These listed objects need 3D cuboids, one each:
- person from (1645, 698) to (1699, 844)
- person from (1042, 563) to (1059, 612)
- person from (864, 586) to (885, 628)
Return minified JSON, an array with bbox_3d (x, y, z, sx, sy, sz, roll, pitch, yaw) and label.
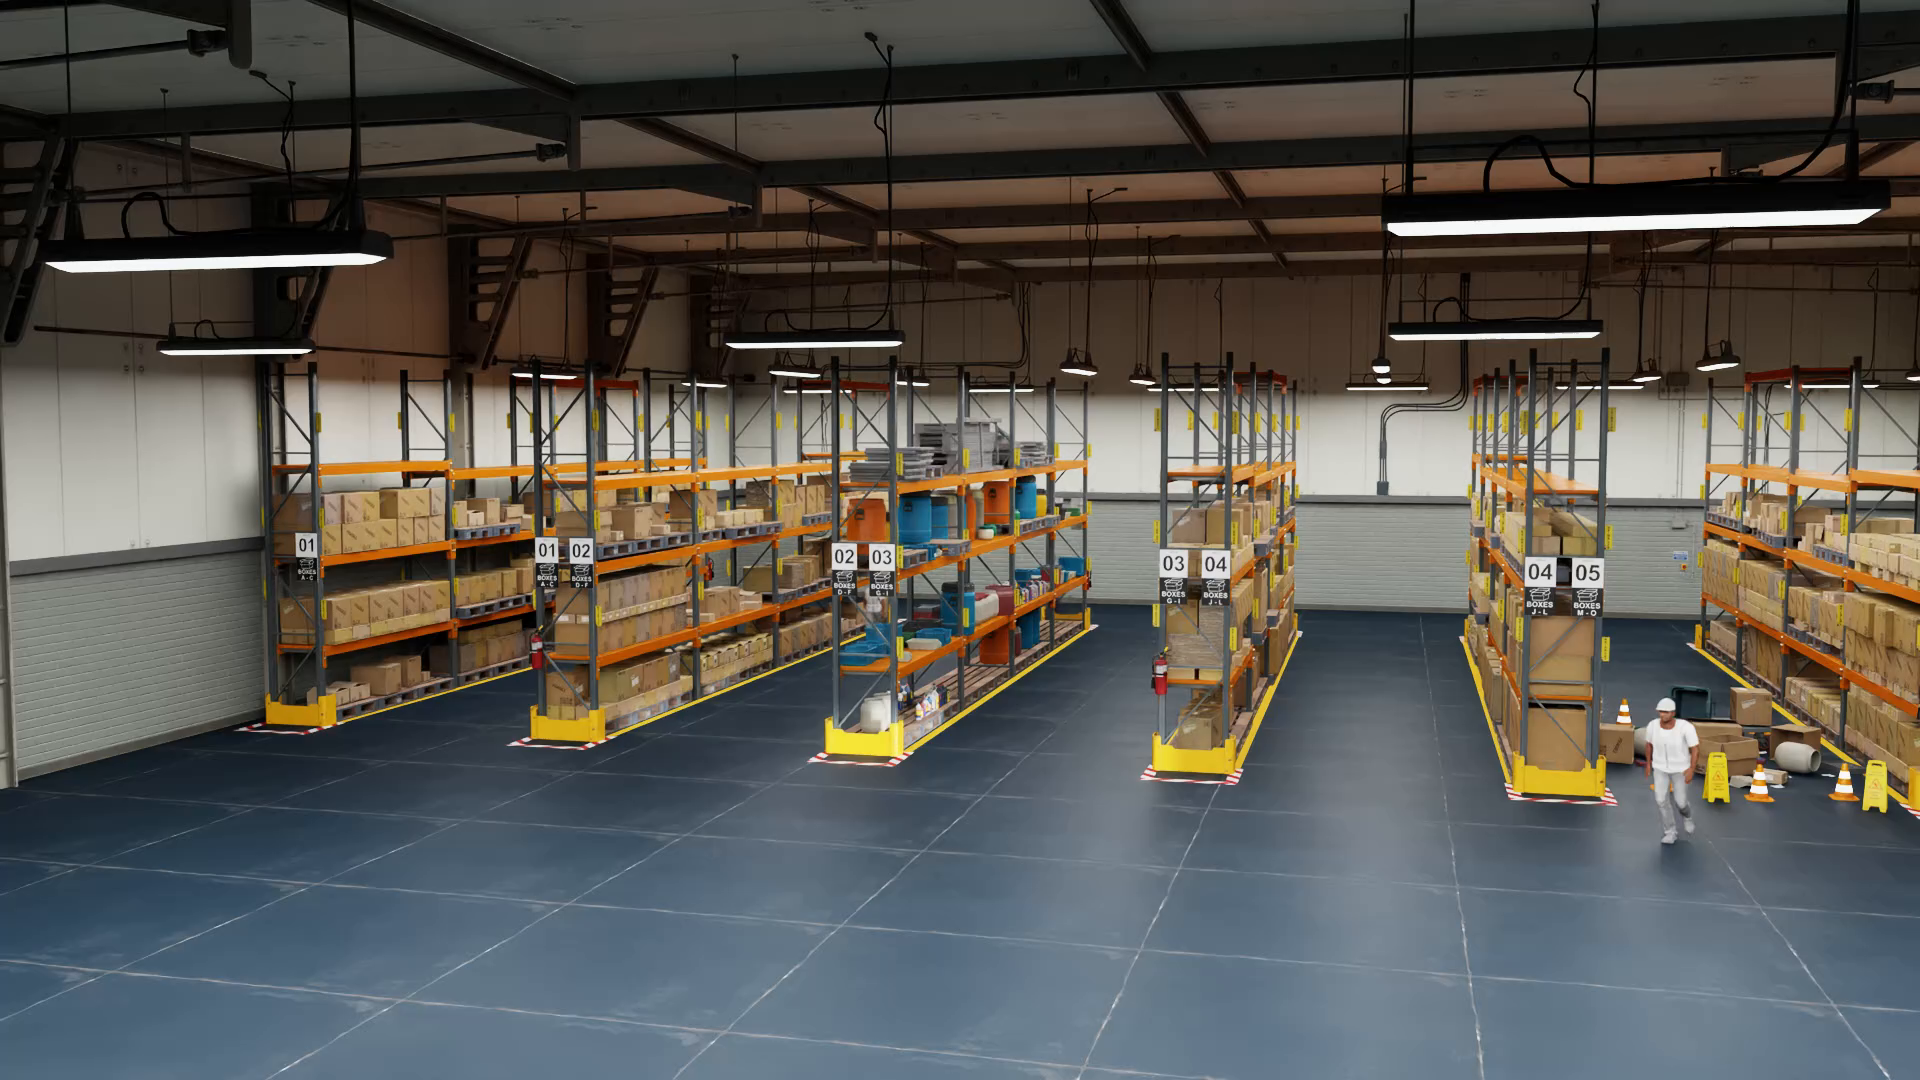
[{"bbox_3d":[8.553,2.737,19.949,0.630,1.732,0.717,3,5,39],"label":"person"},{"bbox_3d":[2.415,1.150,43.703,0.618,1.560,0.750,2,5,27],"label":"person"},{"bbox_3d":[-1.890,1.580,36.831,0.509,1.624,1.033,1,4,12],"label":"person"}]
